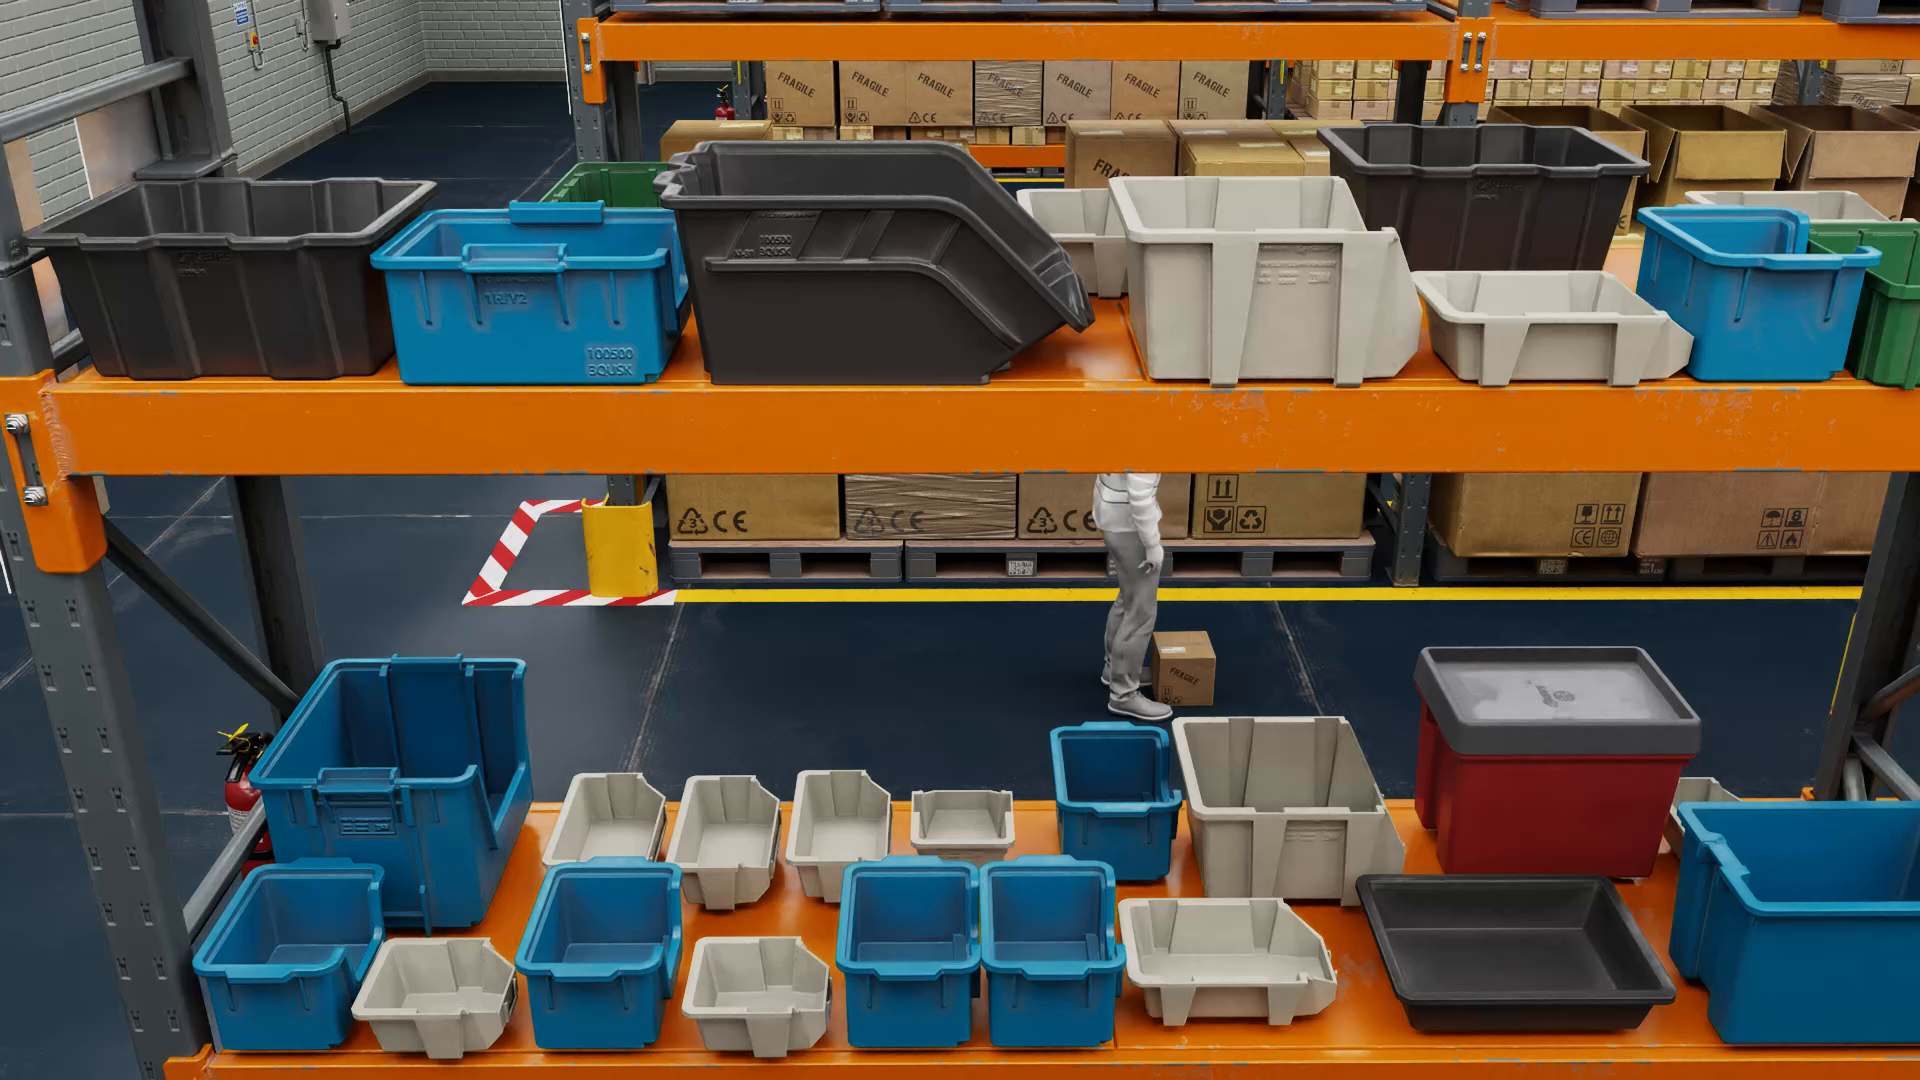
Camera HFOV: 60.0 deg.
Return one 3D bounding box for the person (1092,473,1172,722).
[{"bbox_3d":[0.766,-0.062,7.233,0.370,1.667,0.547,-2,24,-3],"label":"person"}]
